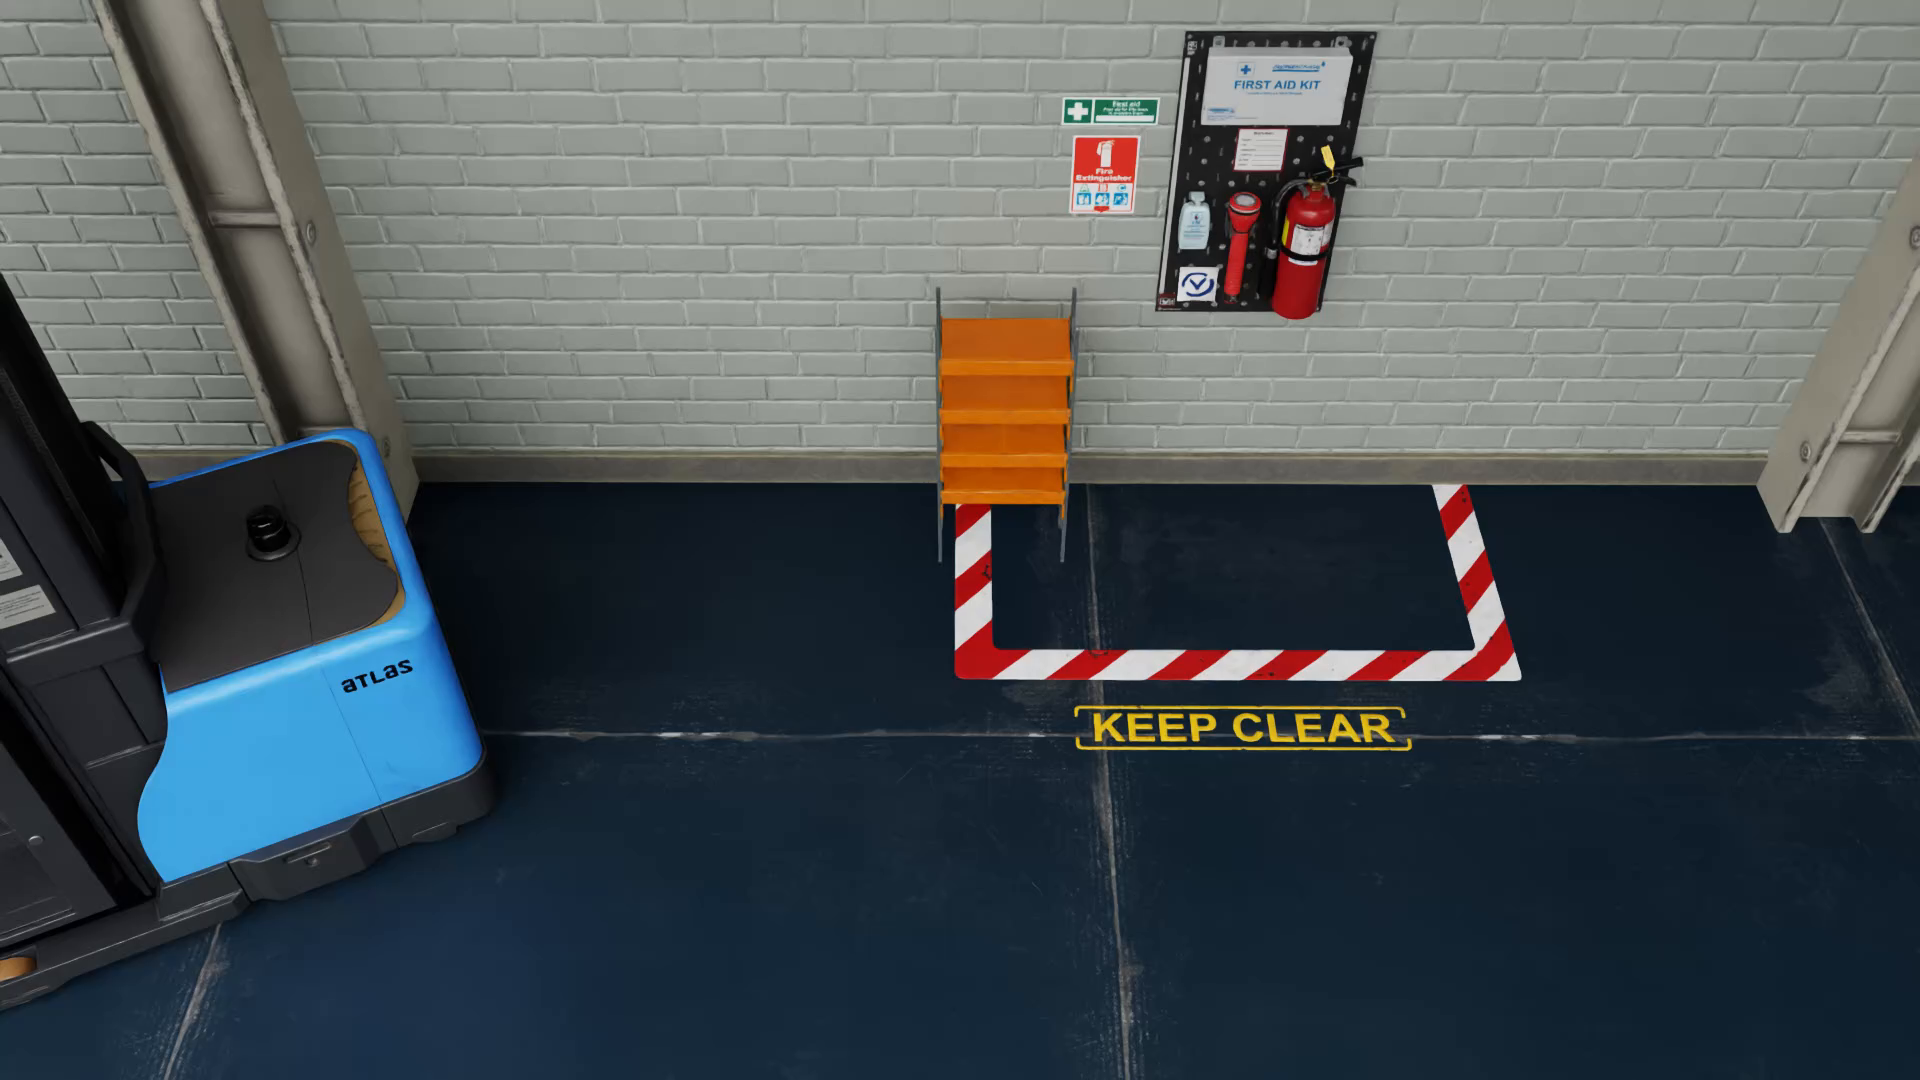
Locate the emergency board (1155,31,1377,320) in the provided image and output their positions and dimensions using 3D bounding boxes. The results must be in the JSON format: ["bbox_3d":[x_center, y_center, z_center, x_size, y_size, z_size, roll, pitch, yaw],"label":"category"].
[{"bbox_3d":[1.062,-1.200,5.818,0.643,1.169,0.194,0,47,0],"label":"emergency board"}]

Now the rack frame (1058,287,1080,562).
[{"bbox_3d":[0.410,-0.408,6.310,0.015,1.200,0.240,0,47,0],"label":"rack frame"}]

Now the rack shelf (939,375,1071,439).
[{"bbox_3d":[0.166,-0.515,6.196,0.480,0.148,0.258,0,47,0],"label":"rack shelf"}]

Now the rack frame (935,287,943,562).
[{"bbox_3d":[-0.078,-0.409,6.311,0.015,1.200,0.240,0,47,0],"label":"rack frame"}]

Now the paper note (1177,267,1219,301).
[{"bbox_3d":[0.885,-0.951,6.188,0.142,0.148,0.016,0,47,0],"label":"paper note"}]

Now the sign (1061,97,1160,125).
[{"bbox_3d":[0.514,-1.463,5.677,0.331,0.109,0.001,0,47,0],"label":"sign"}]

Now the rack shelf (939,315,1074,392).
[{"bbox_3d":[0.166,-0.676,6.023,0.480,0.148,0.258,0,47,0],"label":"rack shelf"}]

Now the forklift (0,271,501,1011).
[{"bbox_3d":[-3.167,0.114,4.641,3.031,2.935,1.130,-19,50,-17],"label":"forklift"}]

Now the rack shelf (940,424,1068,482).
[{"bbox_3d":[0.166,-0.362,6.360,0.480,0.148,0.258,0,47,0],"label":"rack shelf"}]

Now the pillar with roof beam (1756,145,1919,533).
[{"bbox_3d":[3.517,-0.058,0.657,0.400,9.000,9.100,0,47,0],"label":"pillar with roof beam"}]

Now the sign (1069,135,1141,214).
[{"bbox_3d":[0.509,-1.289,5.877,0.234,0.329,0.001,0,47,0],"label":"sign"}]

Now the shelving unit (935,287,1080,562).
[{"bbox_3d":[0.166,-0.408,6.310,0.503,1.200,0.258,0,47,0],"label":"shelving unit"}]

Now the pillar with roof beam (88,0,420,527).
[{"bbox_3d":[-2.483,-0.075,0.672,0.400,9.000,9.100,0,47,0],"label":"pillar with roof beam"}]

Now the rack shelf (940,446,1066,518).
[{"bbox_3d":[0.166,-0.227,6.505,0.480,0.148,0.258,0,47,0],"label":"rack shelf"}]
